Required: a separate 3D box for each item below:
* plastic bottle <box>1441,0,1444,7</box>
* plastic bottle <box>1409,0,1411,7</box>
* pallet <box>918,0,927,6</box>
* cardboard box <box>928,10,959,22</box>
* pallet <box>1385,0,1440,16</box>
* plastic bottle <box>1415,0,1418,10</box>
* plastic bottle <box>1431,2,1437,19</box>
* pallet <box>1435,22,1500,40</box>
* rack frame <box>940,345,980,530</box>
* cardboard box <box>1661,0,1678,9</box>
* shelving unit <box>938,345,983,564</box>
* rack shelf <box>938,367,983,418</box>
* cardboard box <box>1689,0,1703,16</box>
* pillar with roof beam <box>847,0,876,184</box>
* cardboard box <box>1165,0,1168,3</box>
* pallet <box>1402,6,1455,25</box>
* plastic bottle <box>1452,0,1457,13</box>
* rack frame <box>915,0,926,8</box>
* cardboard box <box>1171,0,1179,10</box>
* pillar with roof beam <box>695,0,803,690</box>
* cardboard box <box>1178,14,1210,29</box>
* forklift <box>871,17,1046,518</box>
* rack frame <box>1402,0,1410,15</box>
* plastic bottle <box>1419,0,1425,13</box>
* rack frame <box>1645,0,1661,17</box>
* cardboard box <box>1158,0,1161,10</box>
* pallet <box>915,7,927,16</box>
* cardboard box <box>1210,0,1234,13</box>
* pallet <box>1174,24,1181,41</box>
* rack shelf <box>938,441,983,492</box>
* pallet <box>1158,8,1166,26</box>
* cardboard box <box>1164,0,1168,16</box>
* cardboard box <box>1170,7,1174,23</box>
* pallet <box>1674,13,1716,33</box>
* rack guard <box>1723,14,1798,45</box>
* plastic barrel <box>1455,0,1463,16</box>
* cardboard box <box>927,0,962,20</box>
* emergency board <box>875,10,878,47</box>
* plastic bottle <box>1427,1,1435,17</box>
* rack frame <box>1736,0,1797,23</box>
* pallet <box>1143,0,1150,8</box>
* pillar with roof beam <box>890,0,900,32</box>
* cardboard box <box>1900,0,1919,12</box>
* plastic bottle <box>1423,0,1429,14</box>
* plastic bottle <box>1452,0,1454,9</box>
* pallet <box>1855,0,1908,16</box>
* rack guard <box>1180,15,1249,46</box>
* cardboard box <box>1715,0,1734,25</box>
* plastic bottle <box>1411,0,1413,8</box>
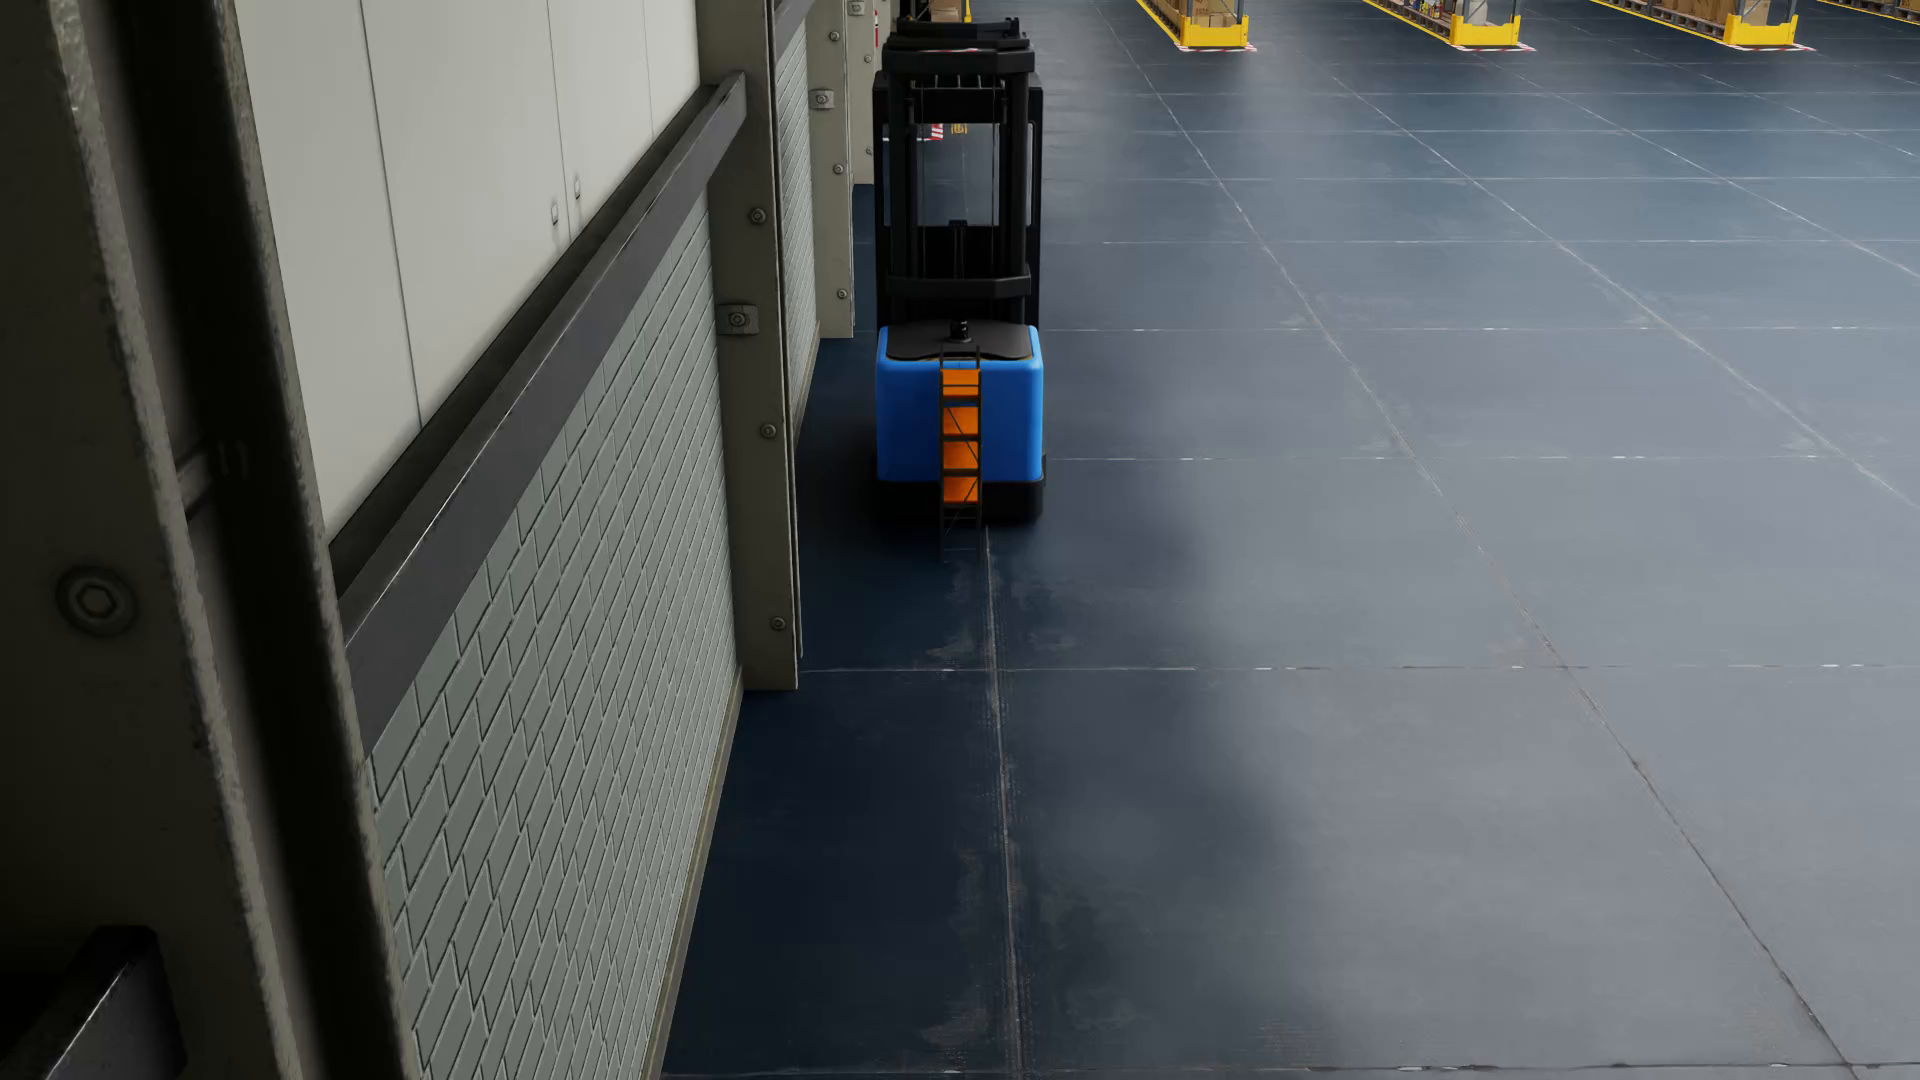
[{"bbox_3d":[9.628,-10.705,32.961,0.144,0.351,0.185,0,24,-1],"label":"plastic bottle"},{"bbox_3d":[9.043,-10.801,33.268,0.097,0.271,0.097,0,24,0],"label":"plastic bottle"},{"bbox_3d":[-0.439,-10.982,34.276,1.003,0.211,1.213,0,24,-1],"label":"pallet"},{"bbox_3d":[-0.303,-9.545,30.443,0.500,0.311,0.500,-3,25,-7],"label":"cardboard box"},{"bbox_3d":[9.430,-11.030,34.381,1.003,0.211,1.213,0,24,-1],"label":"pallet"},{"bbox_3d":[9.071,-10.636,32.807,0.144,0.351,0.185,0,24,1],"label":"plastic bottle"},{"bbox_3d":[9.043,-10.094,31.691,0.061,0.283,0.133,0,24,1],"label":"plastic bottle"},{"bbox_3d":[9.470,-9.424,30.830,1.003,0.211,1.213,0,24,-1],"label":"pallet"},{"bbox_3d":[-0.002,-0.610,10.142,0.240,1.200,0.015,0,24,-1],"label":"rack frame"},{"bbox_3d":[14.394,-10.886,33.204,0.500,0.500,0.500,-1,24,-2],"label":"cardboard box"},{"bbox_3d":[0.001,-0.509,9.920,0.258,1.200,0.503,0,24,-1],"label":"shelving unit"},{"bbox_3d":[0.001,-0.867,9.758,0.258,0.148,0.480,0,24,-1],"label":"rack shelf"},{"bbox_3d":[14.494,-10.395,32.117,0.500,0.500,0.500,-2,24,-5],"label":"cardboard box"},{"bbox_3d":[3.178,-8.376,17.851,9.100,9.000,0.400,0,24,-1],"label":"pillar with roof beam"},{"bbox_3d":[4.227,-10.632,32.034,0.500,0.500,0.500,0,24,-1],"label":"cardboard box"},{"bbox_3d":[9.443,-10.429,33.053,1.003,0.211,1.213,0,24,-1],"label":"pallet"},{"bbox_3d":[9.676,-10.452,32.483,0.061,0.283,0.133,0,24,-1],"label":"plastic bottle"},{"bbox_3d":[-0.429,-11.932,32.992,1.000,3.000,0.127,0,24,-1],"label":"rack frame"},{"bbox_3d":[4.239,-10.220,31.123,0.500,0.500,0.500,0,24,-1],"label":"cardboard box"},{"bbox_3d":[3.308,-3.432,6.918,9.100,9.000,0.400,0,24,-1],"label":"pillar with roof beam"},{"bbox_3d":[4.267,-9.466,30.366,0.500,0.250,0.500,0,24,-1],"label":"cardboard box"},{"bbox_3d":[-0.018,-2.031,11.185,1.130,2.935,3.031,0,24,-1],"label":"forklift"},{"bbox_3d":[9.477,-11.977,33.091,1.000,3.000,0.127,0,24,-1],"label":"rack frame"},{"bbox_3d":[9.033,-10.459,32.498,0.061,0.283,0.133,1,24,2],"label":"plastic bottle"},{"bbox_3d":[14.430,-11.999,33.140,1.000,3.000,0.127,0,24,-1],"label":"rack frame"},{"bbox_3d":[4.226,-10.702,33.100,0.500,0.250,0.500,0,24,-1],"label":"cardboard box"},{"bbox_3d":[-0.386,-10.385,32.956,1.003,0.211,1.213,0,24,-1],"label":"pallet"},{"bbox_3d":[4.777,-10.016,30.673,0.500,0.500,0.500,0,24,-1],"label":"cardboard box"},{"bbox_3d":[4.518,-9.352,30.672,1.003,0.211,1.213,0,24,-1],"label":"pallet"},{"bbox_3d":[0.001,-0.448,9.948,0.258,0.148,0.480,0,24,-1],"label":"rack shelf"},{"bbox_3d":[4.491,-10.358,32.895,1.003,0.211,1.213,0,24,-1],"label":"pallet"},{"bbox_3d":[4.227,-10.290,32.188,0.500,0.250,0.500,0,24,-1],"label":"cardboard box"},{"bbox_3d":[4.242,-9.878,31.277,0.500,0.250,0.500,0,24,-1],"label":"cardboard box"},{"bbox_3d":[14.489,-9.948,31.989,1.003,0.211,1.213,0,24,-1],"label":"pallet"},{"bbox_3d":[14.473,-9.243,30.080,1.175,0.500,0.348,0,24,-1],"label":"rack guard"},{"bbox_3d":[9.432,-9.864,30.928,0.421,0.512,0.421,0,24,0],"label":"plastic barrel"},{"bbox_3d":[-0.267,-10.168,31.592,0.700,0.500,0.500,-2,24,-4],"label":"cardboard box"},{"bbox_3d":[-1.204,-7.078,22.259,0.194,1.169,0.643,0,24,-1],"label":"emergency board"},{"bbox_3d":[9.086,-10.204,31.942,0.152,0.276,0.135,-1,24,-2],"label":"plastic bottle"},{"bbox_3d":[14.474,-10.351,29.496,1.000,3.000,0.127,0,24,-1],"label":"rack frame"},{"bbox_3d":[4.461,-11.493,35.405,1.003,0.211,1.213,0,24,-1],"label":"pallet"},{"bbox_3d":[3.047,-13.321,28.784,9.100,9.000,0.400,0,24,-1],"label":"pillar with roof beam"},{"bbox_3d":[19.328,-10.943,32.875,0.875,0.875,0.875,0,24,0],"label":"cardboard box"},{"bbox_3d":[9.078,-10.383,32.247,0.144,0.351,0.185,0,24,-1],"label":"plastic bottle"},{"bbox_3d":[9.775,-10.627,32.787,0.144,0.351,0.185,-1,24,-3],"label":"plastic bottle"},{"bbox_3d":[19.307,-11.027,34.374,1.003,0.211,1.213,0,24,-1],"label":"pallet"},{"bbox_3d":[4.568,-9.159,29.894,1.175,0.500,0.348,0,24,-1],"label":"rack guard"},{"bbox_3d":[14.443,-9.907,31.038,0.500,0.500,0.500,6,25,13],"label":"cardboard box"},{"bbox_3d":[9.045,-10.685,33.097,0.097,0.201,0.097,0,24,0],"label":"plastic bottle"}]
